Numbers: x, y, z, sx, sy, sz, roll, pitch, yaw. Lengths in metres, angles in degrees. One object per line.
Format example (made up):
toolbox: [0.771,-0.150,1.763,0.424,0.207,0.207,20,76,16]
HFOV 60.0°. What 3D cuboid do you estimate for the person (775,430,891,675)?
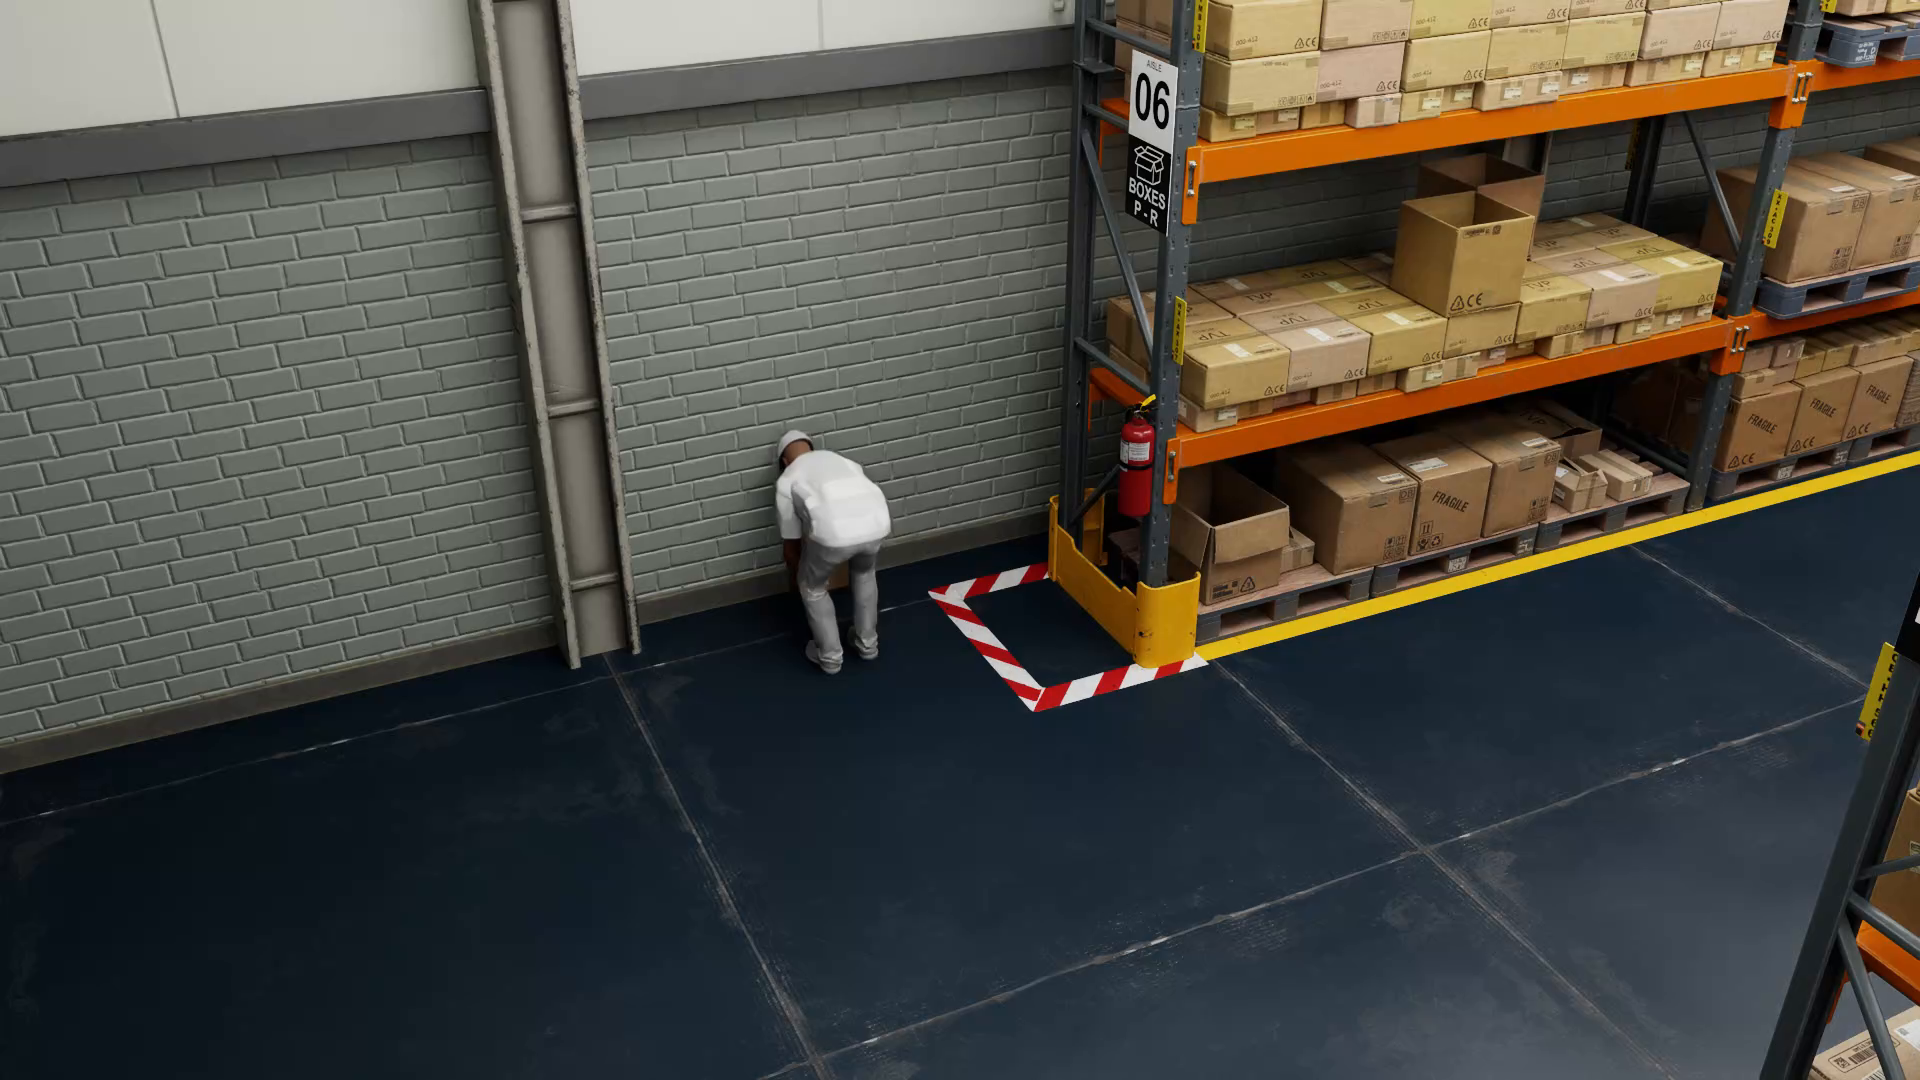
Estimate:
person: [-0.729,0.054,8.992,0.475,1.117,0.979,-14,32,-24]
